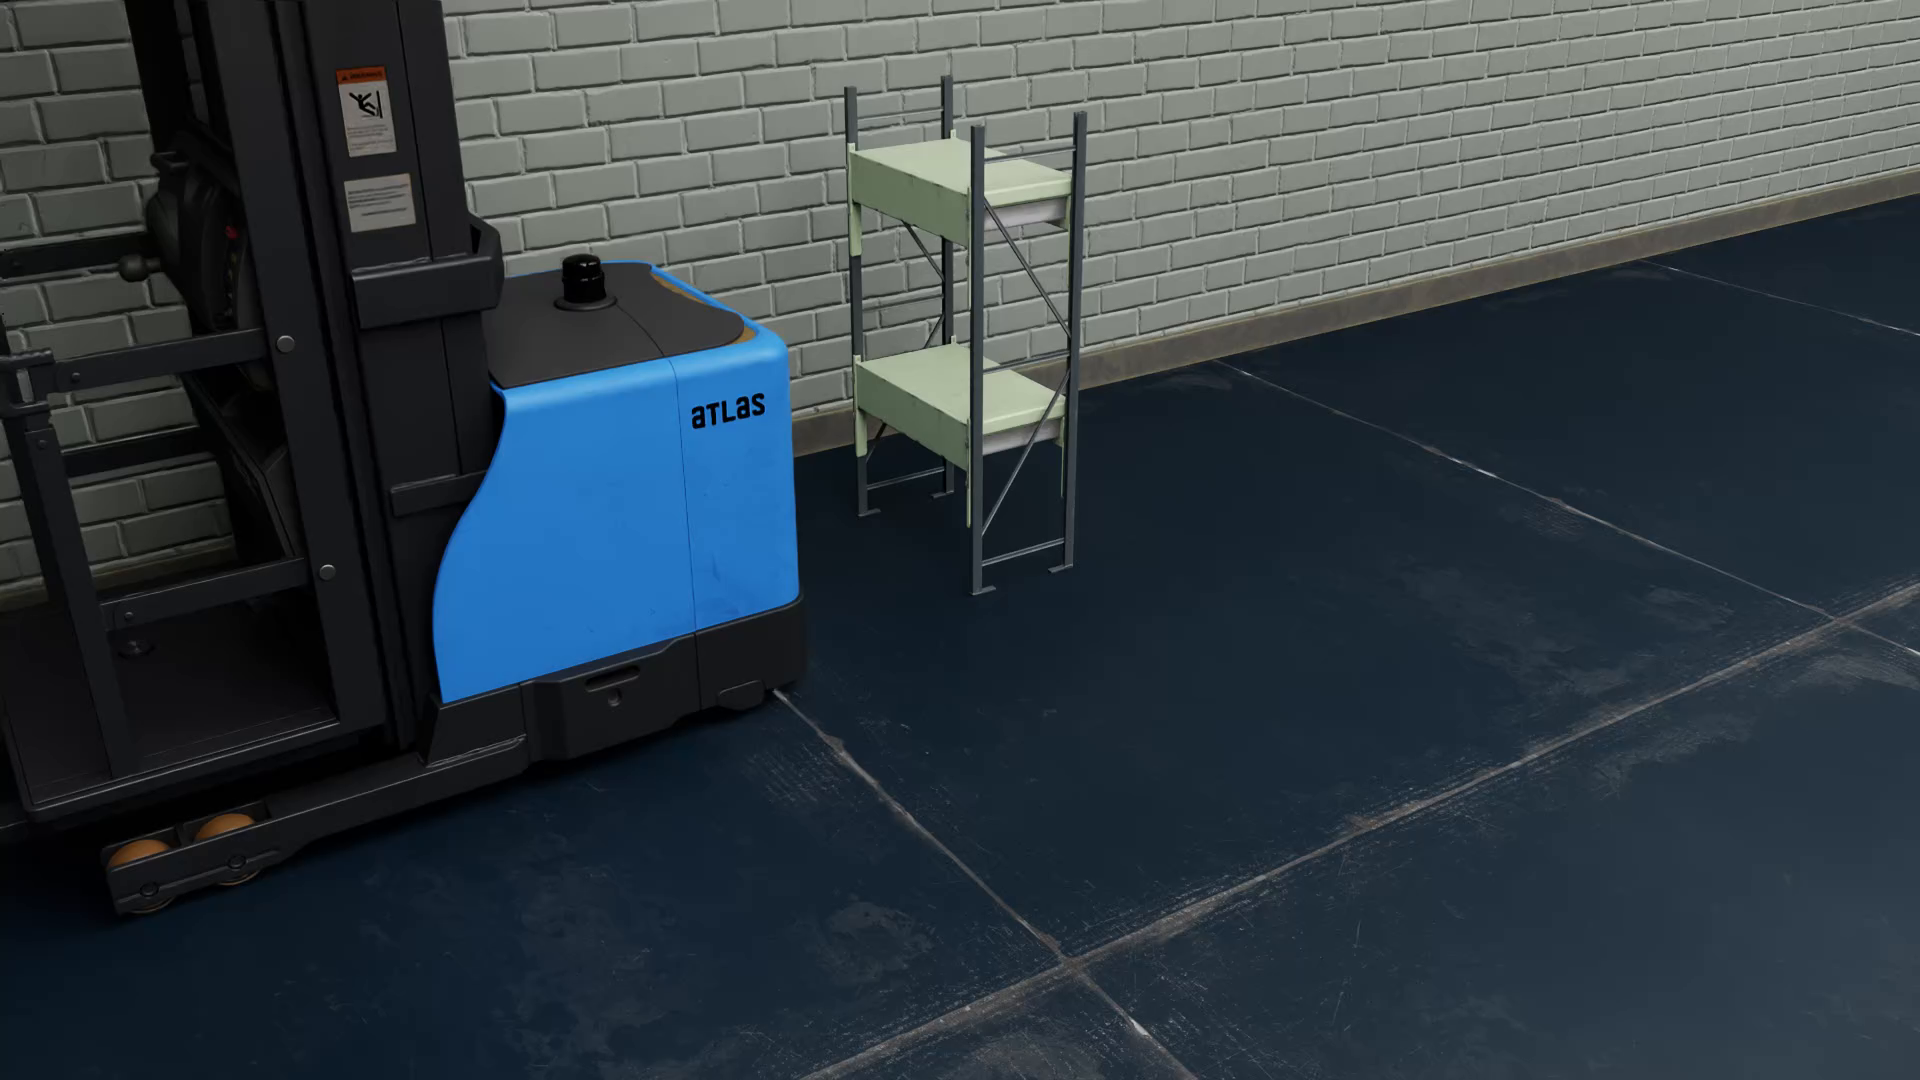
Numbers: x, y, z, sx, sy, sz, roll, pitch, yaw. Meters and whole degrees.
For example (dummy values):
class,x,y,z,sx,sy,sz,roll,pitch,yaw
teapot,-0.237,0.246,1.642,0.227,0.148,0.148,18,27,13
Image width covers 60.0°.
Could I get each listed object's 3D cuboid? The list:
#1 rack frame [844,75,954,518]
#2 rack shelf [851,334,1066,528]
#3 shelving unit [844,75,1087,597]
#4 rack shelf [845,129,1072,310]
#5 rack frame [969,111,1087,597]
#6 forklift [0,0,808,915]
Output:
class,x,y,z,sx,sy,sz,roll,pitch,yaw
rack frame,-0.196,-0.807,5.702,0.400,1.500,0.023,-16,29,-30
rack shelf,0.004,-0.381,5.564,0.431,0.370,0.720,-16,29,-30
shelving unit,0.004,-0.676,5.425,0.431,1.500,0.755,-16,29,-30
rack shelf,0.004,-1.029,5.258,0.431,0.370,0.720,-16,29,-30
rack frame,0.203,-0.545,5.147,0.400,1.500,0.023,-16,29,-30
forklift,-1.951,-0.709,3.818,3.031,2.935,1.130,-16,30,-30
